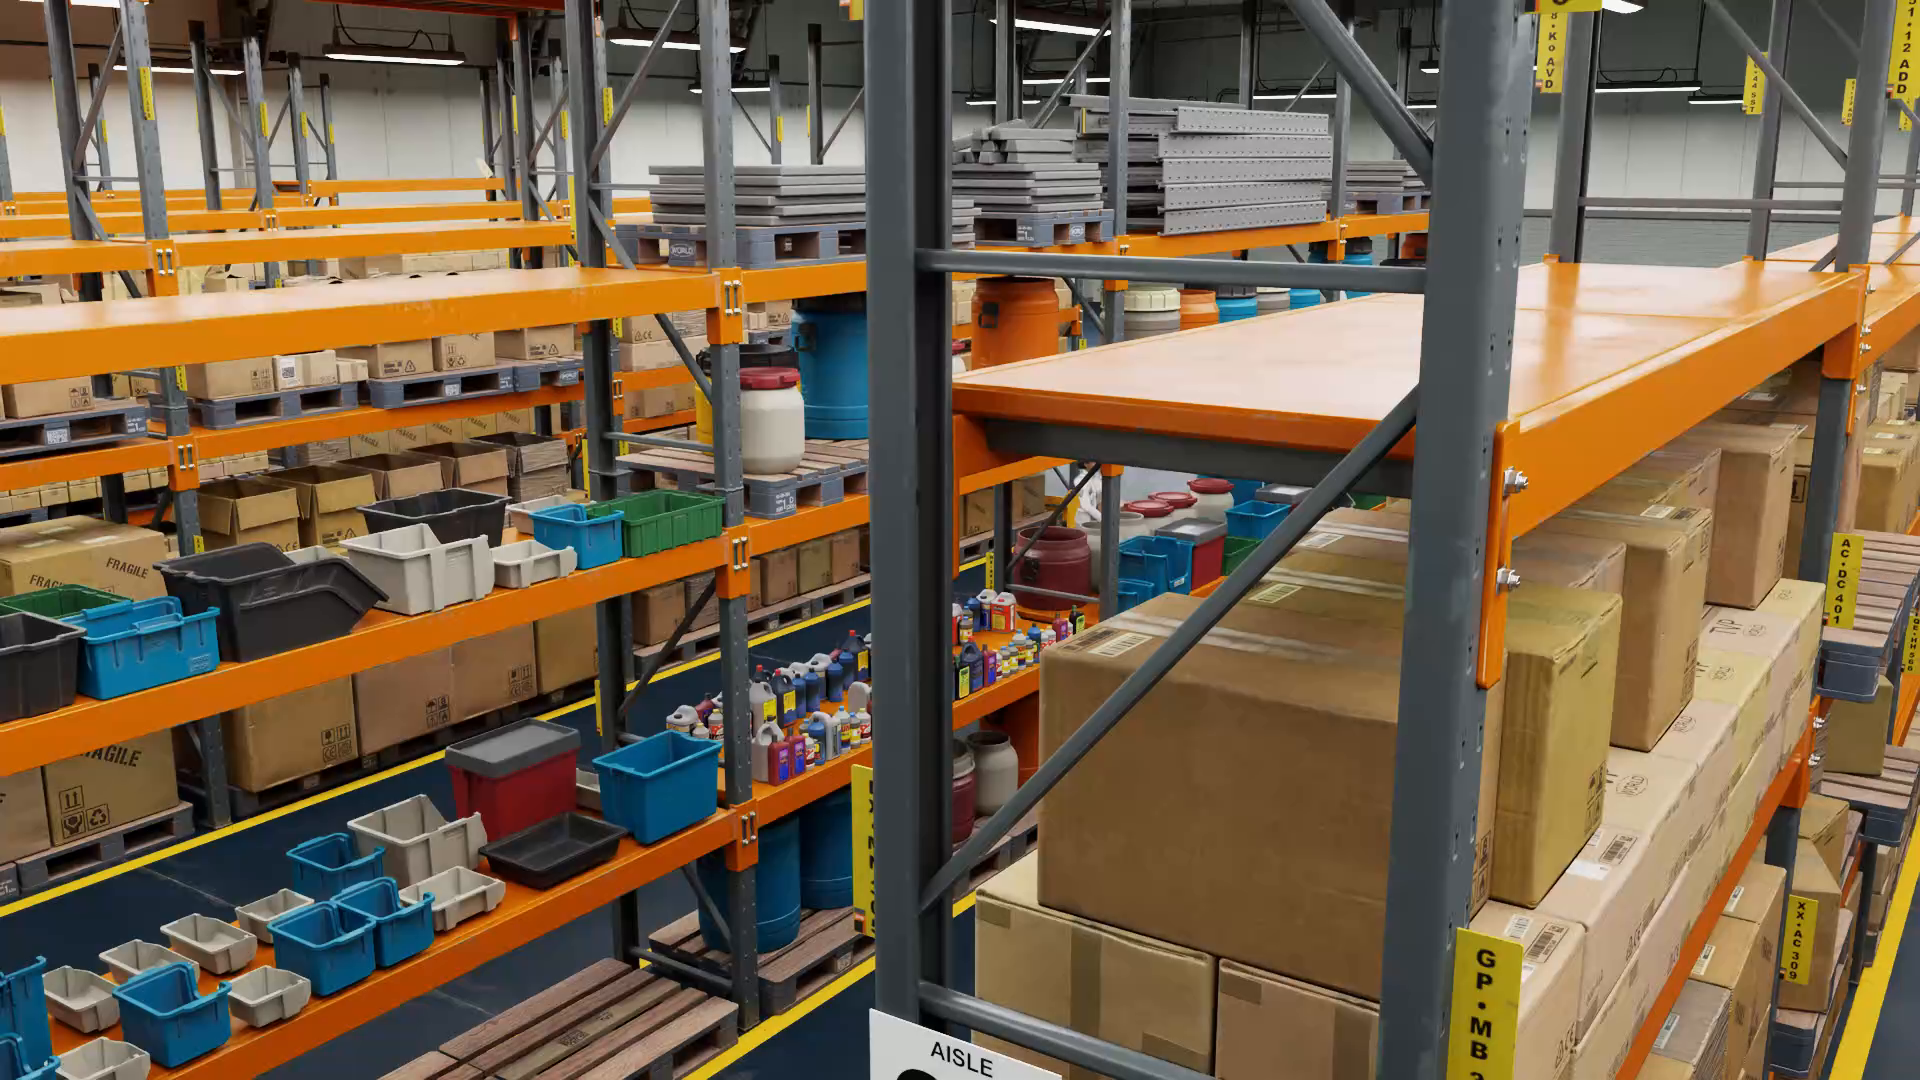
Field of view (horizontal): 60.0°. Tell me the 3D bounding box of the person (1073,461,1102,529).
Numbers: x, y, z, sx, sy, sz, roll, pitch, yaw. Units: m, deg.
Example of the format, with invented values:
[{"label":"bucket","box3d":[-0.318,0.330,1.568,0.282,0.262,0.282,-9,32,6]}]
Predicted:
[{"label":"person","box3d":[1.448,-0.144,17.541,0.562,1.687,0.461,9,16,33]}]
